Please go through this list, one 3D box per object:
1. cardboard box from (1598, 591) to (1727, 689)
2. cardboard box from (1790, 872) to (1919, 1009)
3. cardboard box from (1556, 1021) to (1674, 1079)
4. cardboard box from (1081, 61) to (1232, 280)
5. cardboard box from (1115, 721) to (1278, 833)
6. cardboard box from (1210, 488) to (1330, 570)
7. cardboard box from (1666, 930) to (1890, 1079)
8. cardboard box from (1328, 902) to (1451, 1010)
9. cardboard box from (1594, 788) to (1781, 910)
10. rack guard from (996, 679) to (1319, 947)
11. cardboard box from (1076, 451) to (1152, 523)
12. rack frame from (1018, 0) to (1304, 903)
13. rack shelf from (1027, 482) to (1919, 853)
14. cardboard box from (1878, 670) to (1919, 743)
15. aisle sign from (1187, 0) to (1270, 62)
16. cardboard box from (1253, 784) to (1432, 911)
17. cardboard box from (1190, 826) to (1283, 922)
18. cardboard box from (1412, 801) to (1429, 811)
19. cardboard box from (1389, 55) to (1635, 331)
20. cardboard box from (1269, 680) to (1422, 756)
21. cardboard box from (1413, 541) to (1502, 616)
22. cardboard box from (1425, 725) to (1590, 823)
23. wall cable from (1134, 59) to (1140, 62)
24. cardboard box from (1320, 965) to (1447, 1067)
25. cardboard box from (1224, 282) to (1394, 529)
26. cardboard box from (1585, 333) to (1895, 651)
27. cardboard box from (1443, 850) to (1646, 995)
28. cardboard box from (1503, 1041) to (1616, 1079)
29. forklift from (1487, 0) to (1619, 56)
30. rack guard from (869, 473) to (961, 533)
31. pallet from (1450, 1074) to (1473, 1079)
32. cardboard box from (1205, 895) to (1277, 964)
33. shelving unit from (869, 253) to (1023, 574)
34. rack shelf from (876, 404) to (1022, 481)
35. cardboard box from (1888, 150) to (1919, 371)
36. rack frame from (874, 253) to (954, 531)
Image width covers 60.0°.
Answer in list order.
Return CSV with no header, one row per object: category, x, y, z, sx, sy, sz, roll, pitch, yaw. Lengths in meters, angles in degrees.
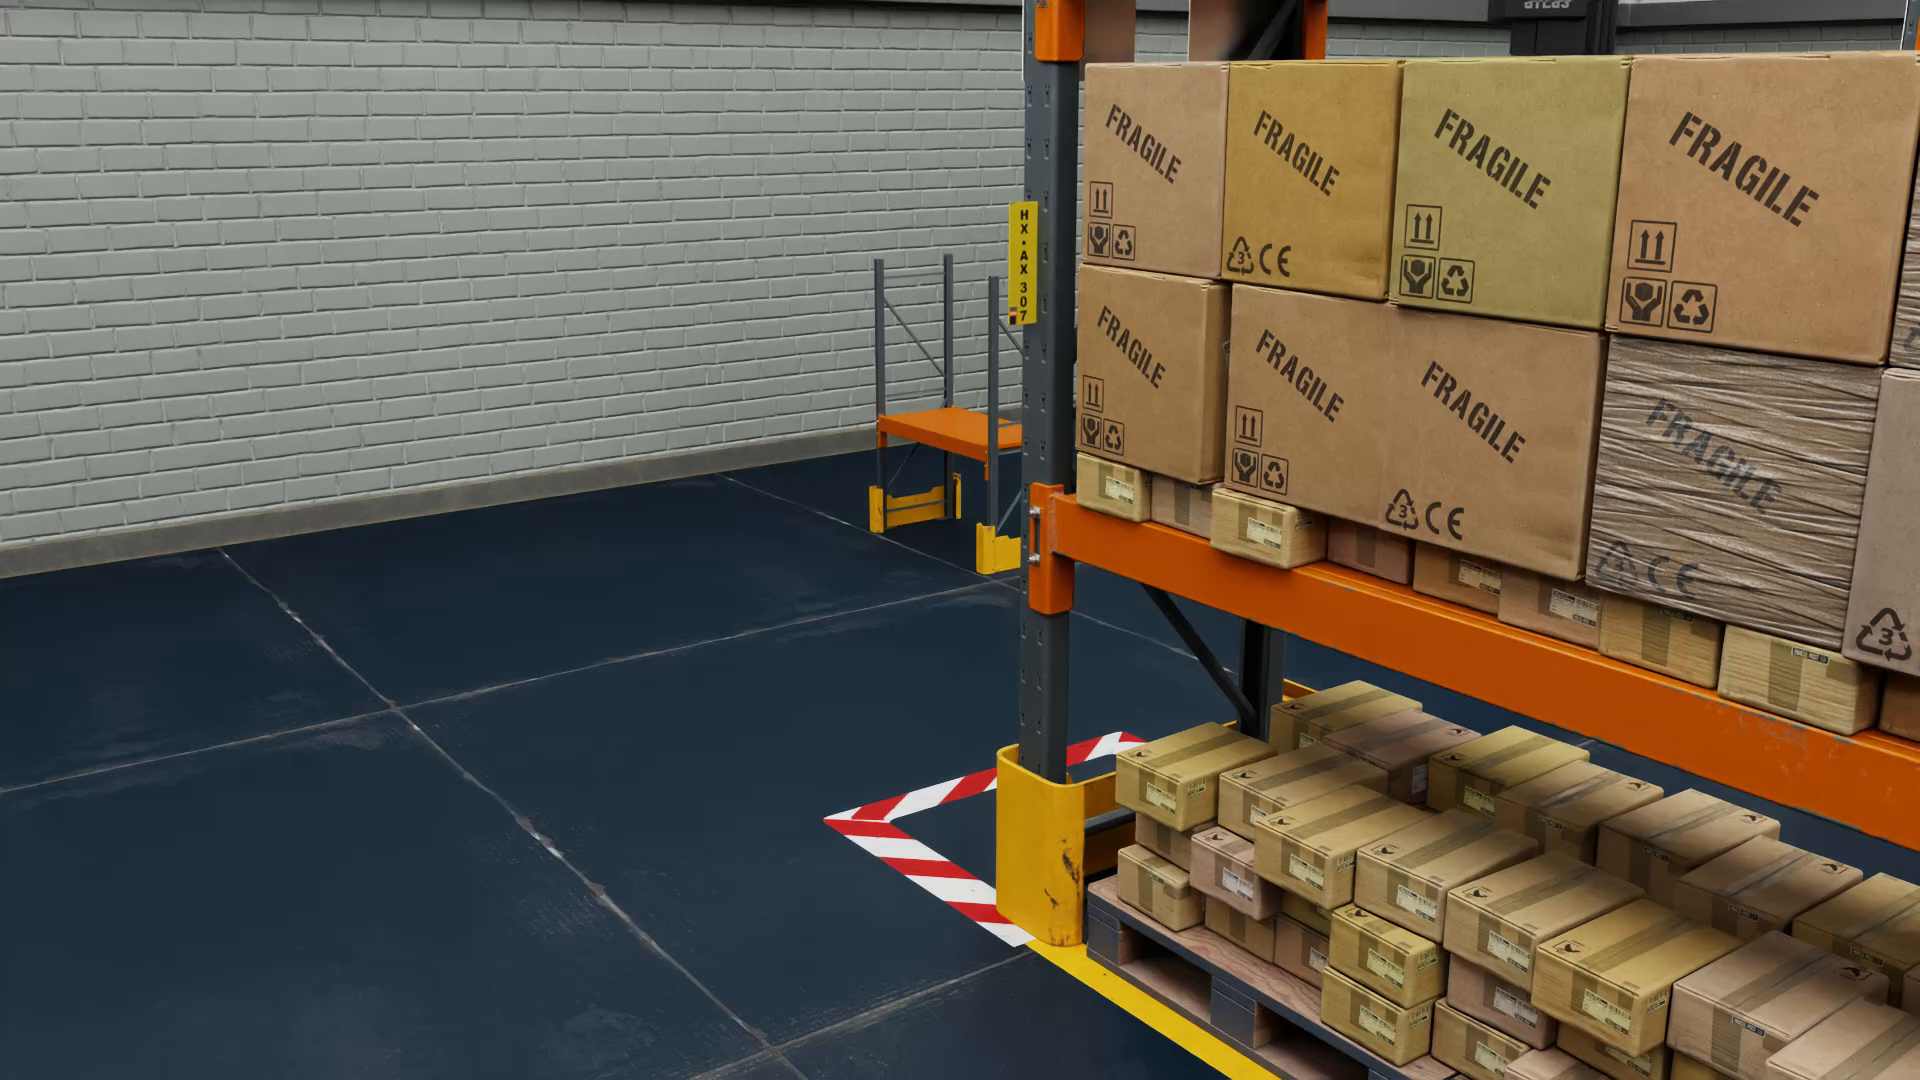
cardboard box,1.495,0.156,3.298,0.380,0.149,0.250,-10,18,-33
cardboard box,2.030,0.886,3.634,0.380,0.149,0.250,-11,19,-34
cardboard box,1.531,1.042,3.630,0.380,0.149,0.250,-10,18,-32
cardboard box,0.660,-0.947,4.207,0.500,0.500,0.500,-11,19,-35
cardboard box,0.644,0.640,4.533,0.380,0.149,0.250,-12,19,-37
cardboard box,0.834,-0.055,4.071,0.380,0.149,0.250,-12,19,-36
cardboard box,1.659,0.957,3.375,0.380,0.149,0.250,-11,19,-34
cardboard box,1.105,0.948,3.971,0.380,0.149,0.250,-10,18,-33
cardboard box,1.788,0.761,4.090,0.380,0.149,0.250,-10,18,-33
rack guard,0.656,0.812,5.163,1.175,0.500,0.348,-11,19,-35
cardboard box,0.536,-0.169,4.486,0.380,0.149,0.250,-11,19,-35
rack frame,0.611,-0.410,4.892,1.000,3.000,0.127,-11,19,-35
rack shelf,1.787,0.364,3.426,1.077,0.370,4.000,-11,19,-35
cardboard box,1.835,0.261,2.915,0.380,0.149,0.250,-11,19,-35
aisle sign,0.811,-1.726,4.776,0.394,0.787,0.004,-11,19,-35
cardboard box,0.948,0.754,4.117,0.380,0.149,0.250,-11,19,-35
cardboard box,0.827,0.838,4.374,0.380,0.149,0.250,-11,19,-35
cardboard box,1.262,0.752,4.689,0.380,0.149,0.250,-11,19,-36
cardboard box,1.250,-0.726,3.398,0.500,0.500,0.500,-11,19,-36
cardboard box,1.127,0.549,4.865,0.380,0.149,0.250,-11,19,-34
cardboard box,1.237,0.041,3.721,0.380,0.149,0.250,-11,19,-35
cardboard box,1.484,0.647,4.506,0.380,0.149,0.250,-11,19,-36
wall cable,1.221,-2.905,12.026,0.585,1.953,0.123,-11,19,-35
cardboard box,1.093,1.091,4.013,0.380,0.149,0.250,-11,19,-34
cardboard box,0.987,-0.353,3.929,0.500,0.500,0.500,-11,19,-34
cardboard box,1.569,-0.138,3.146,0.500,0.500,0.500,-11,19,-36
cardboard box,1.316,0.855,3.748,0.380,0.149,0.250,-10,18,-32
cardboard box,1.397,1.197,3.625,0.380,0.149,0.250,-12,19,-37
forklift,3.136,-1.063,7.409,3.031,2.935,1.130,7,17,23
rack guard,-0.248,-0.211,9.372,0.587,0.250,0.087,-11,19,-35
pallet,1.818,1.391,3.596,1.003,0.211,1.213,-11,19,-35
cardboard box,0.880,0.967,4.465,0.380,0.149,0.250,-11,19,-35
shelving unit,0.045,-0.707,8.819,0.587,1.500,1.083,-11,19,-35
rack shelf,0.050,-0.532,8.859,0.538,0.185,1.000,-11,19,-35
cardboard box,1.870,-0.509,2.608,0.500,0.500,0.500,-10,18,-33
rack frame,-0.249,-0.814,9.208,0.500,1.500,0.032,-11,19,-35
